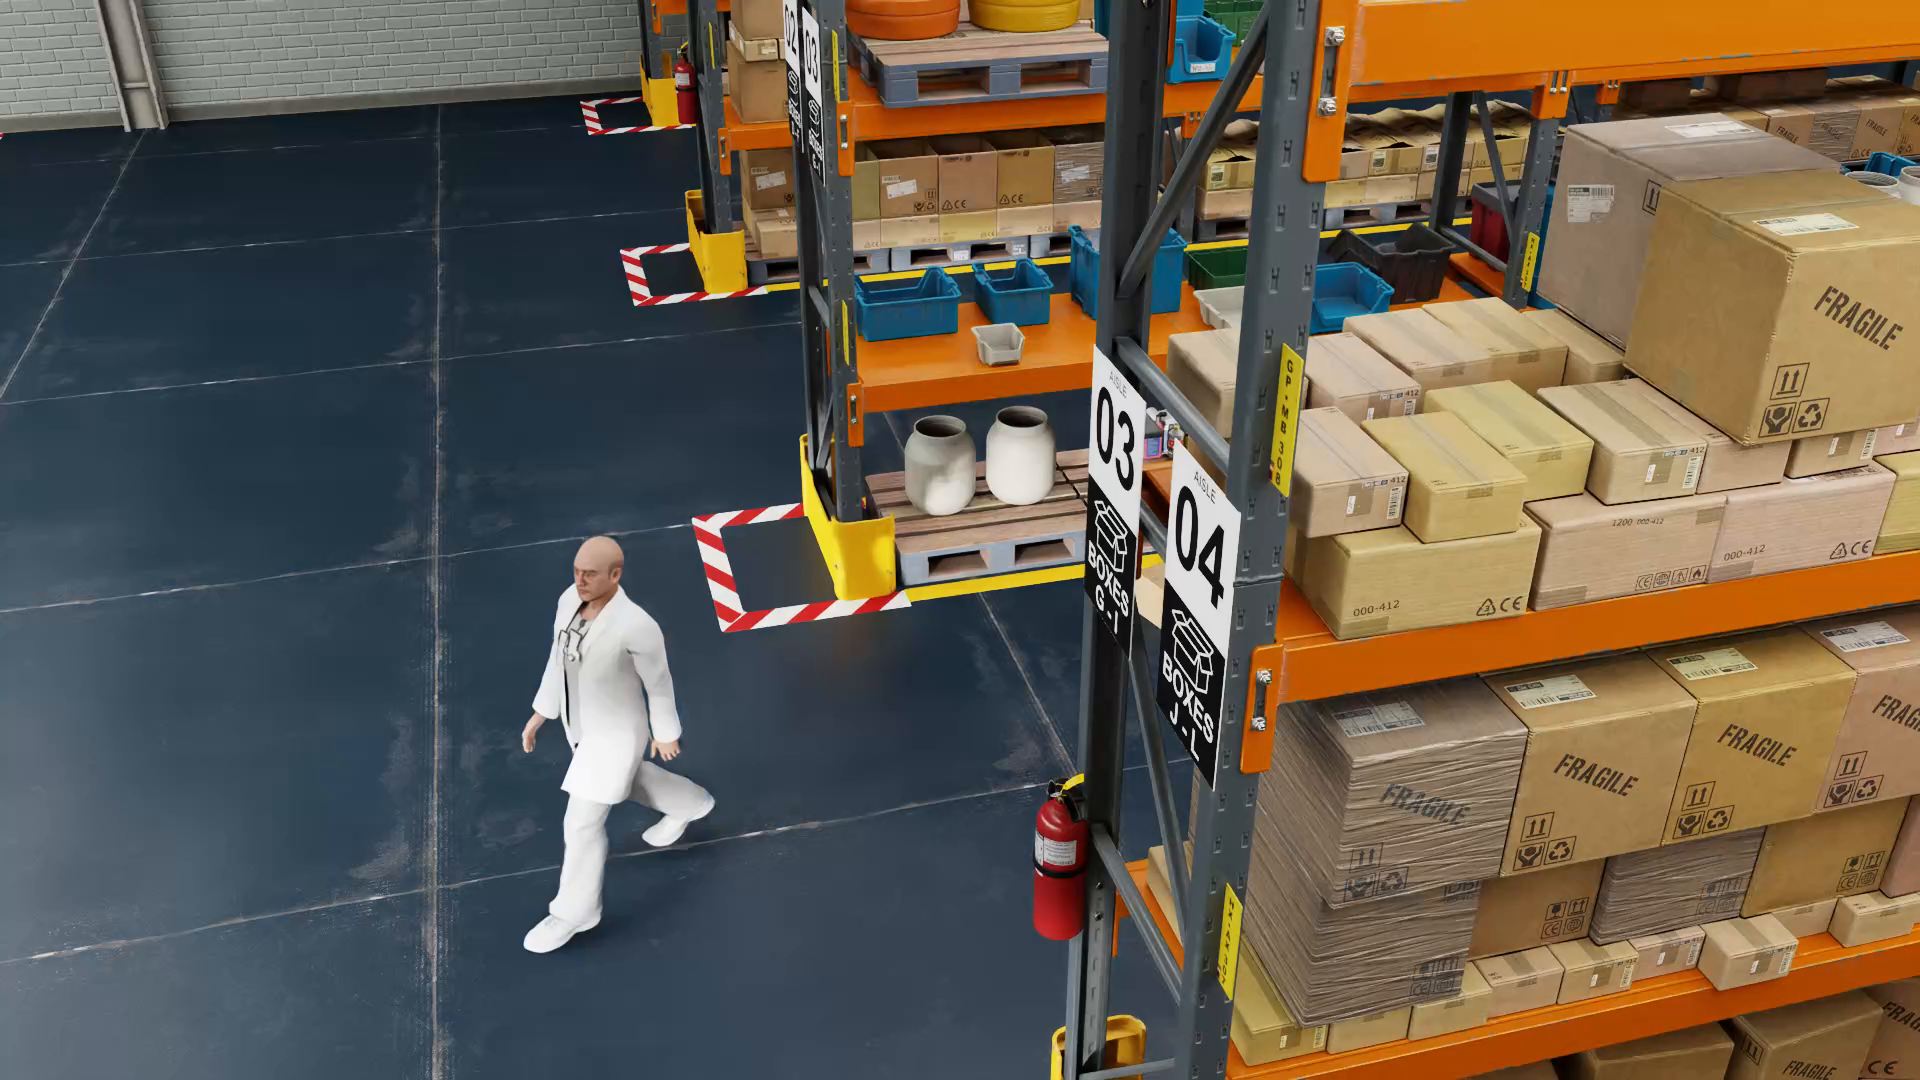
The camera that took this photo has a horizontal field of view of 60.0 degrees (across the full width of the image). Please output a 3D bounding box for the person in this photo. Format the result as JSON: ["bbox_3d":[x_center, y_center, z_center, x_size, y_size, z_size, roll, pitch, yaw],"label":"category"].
[{"bbox_3d":[-1.488,0.770,6.916,1.104,1.728,0.563,-26,39,-37],"label":"person"}]
